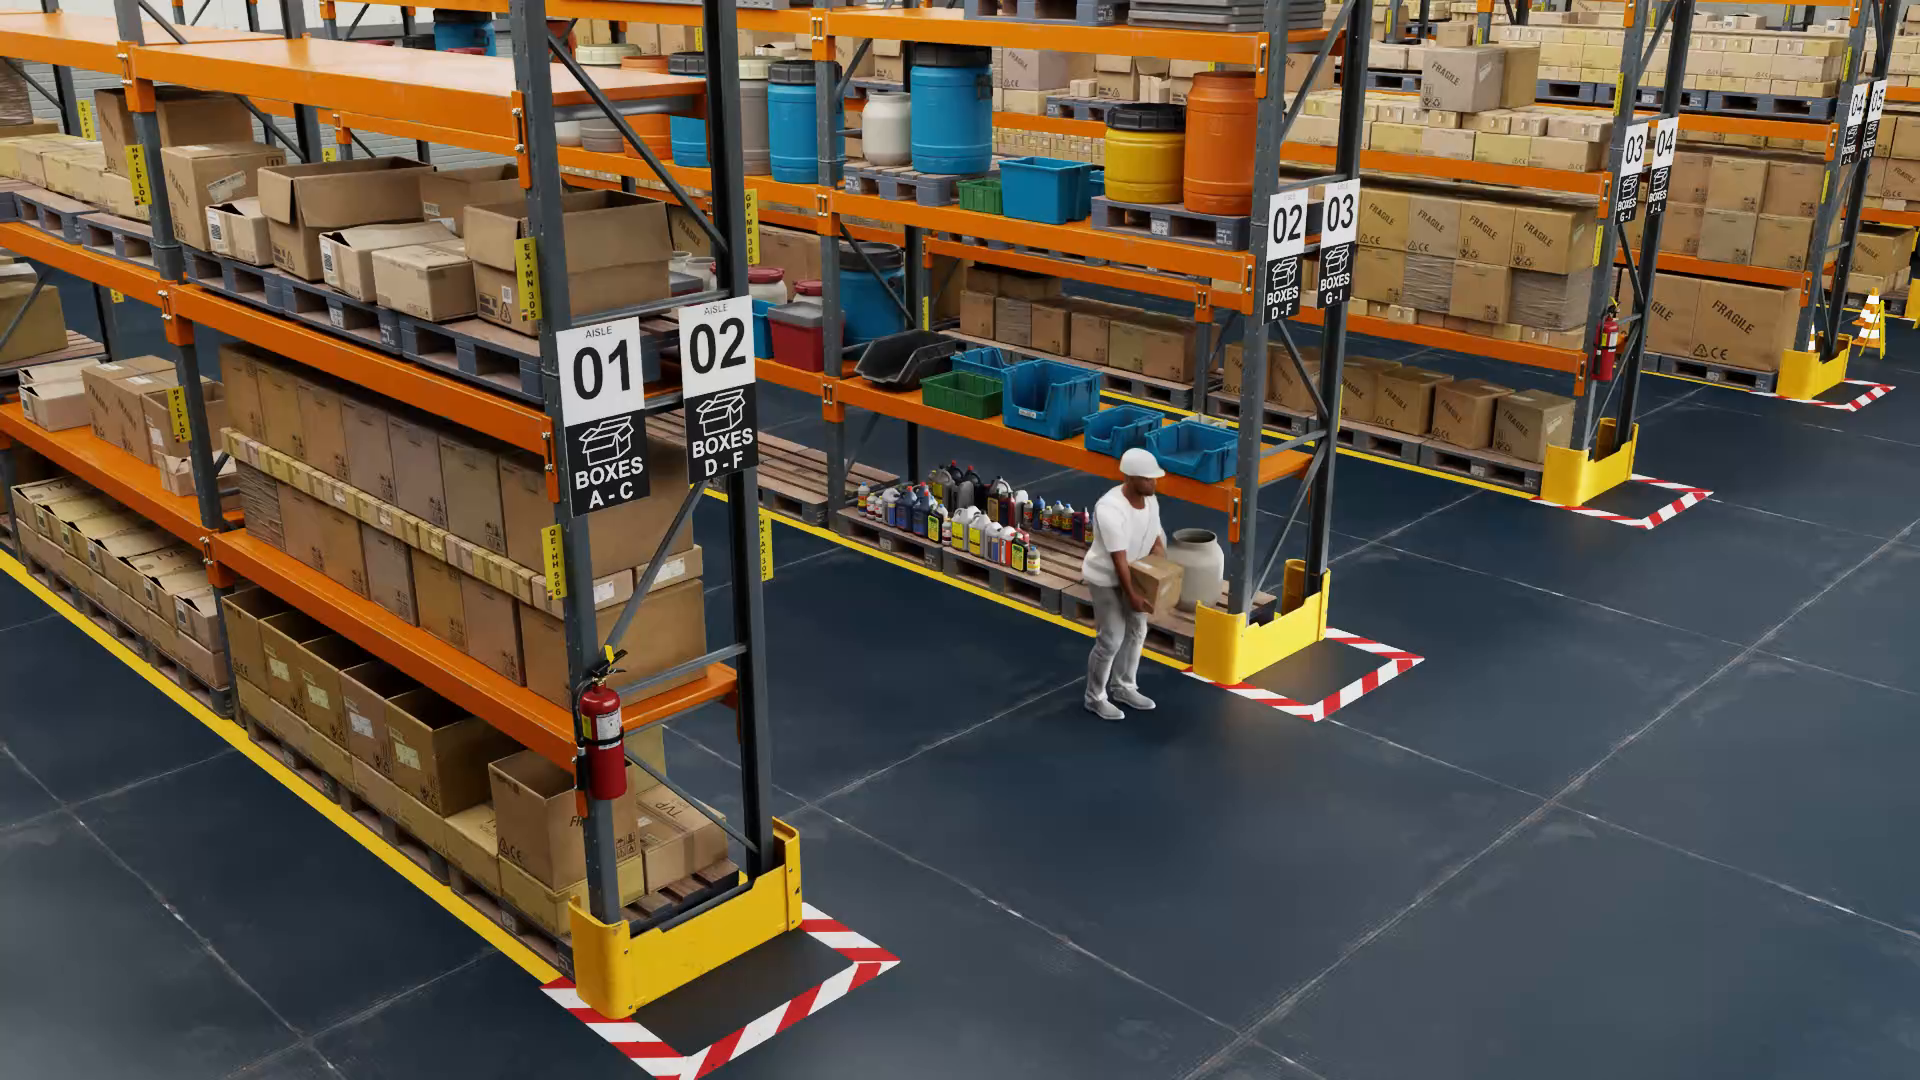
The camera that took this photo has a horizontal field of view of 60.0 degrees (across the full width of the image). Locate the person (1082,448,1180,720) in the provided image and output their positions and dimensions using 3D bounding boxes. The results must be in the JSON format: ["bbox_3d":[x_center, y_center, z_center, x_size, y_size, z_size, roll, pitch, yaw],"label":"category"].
[{"bbox_3d":[1.068,0.269,10.349,0.586,1.747,0.502,18,27,40],"label":"person"}]
